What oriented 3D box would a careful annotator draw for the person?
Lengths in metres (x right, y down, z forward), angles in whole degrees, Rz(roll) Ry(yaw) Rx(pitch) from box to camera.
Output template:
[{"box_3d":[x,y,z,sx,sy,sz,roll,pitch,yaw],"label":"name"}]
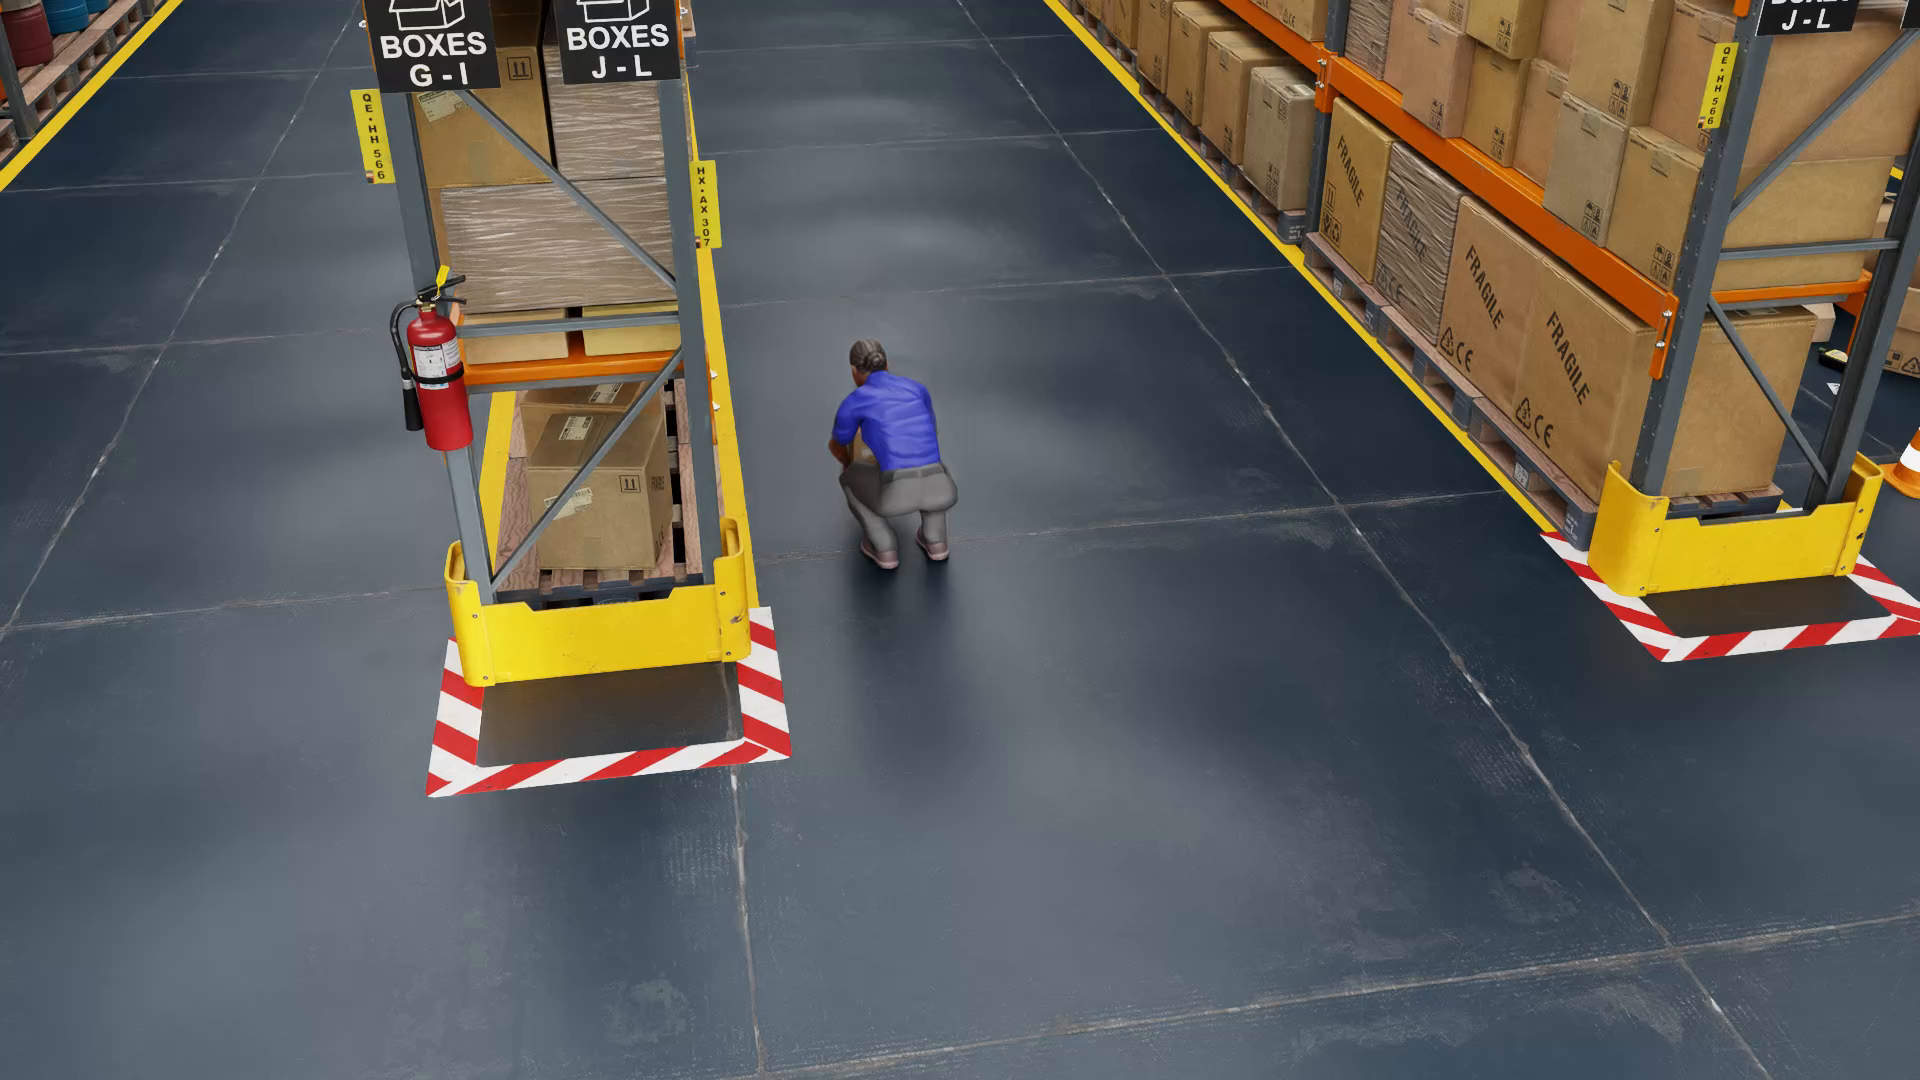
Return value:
[{"box_3d":[-0.302,-0.406,7.551,0.518,0.917,0.821,-10,32,-16],"label":"person"}]
